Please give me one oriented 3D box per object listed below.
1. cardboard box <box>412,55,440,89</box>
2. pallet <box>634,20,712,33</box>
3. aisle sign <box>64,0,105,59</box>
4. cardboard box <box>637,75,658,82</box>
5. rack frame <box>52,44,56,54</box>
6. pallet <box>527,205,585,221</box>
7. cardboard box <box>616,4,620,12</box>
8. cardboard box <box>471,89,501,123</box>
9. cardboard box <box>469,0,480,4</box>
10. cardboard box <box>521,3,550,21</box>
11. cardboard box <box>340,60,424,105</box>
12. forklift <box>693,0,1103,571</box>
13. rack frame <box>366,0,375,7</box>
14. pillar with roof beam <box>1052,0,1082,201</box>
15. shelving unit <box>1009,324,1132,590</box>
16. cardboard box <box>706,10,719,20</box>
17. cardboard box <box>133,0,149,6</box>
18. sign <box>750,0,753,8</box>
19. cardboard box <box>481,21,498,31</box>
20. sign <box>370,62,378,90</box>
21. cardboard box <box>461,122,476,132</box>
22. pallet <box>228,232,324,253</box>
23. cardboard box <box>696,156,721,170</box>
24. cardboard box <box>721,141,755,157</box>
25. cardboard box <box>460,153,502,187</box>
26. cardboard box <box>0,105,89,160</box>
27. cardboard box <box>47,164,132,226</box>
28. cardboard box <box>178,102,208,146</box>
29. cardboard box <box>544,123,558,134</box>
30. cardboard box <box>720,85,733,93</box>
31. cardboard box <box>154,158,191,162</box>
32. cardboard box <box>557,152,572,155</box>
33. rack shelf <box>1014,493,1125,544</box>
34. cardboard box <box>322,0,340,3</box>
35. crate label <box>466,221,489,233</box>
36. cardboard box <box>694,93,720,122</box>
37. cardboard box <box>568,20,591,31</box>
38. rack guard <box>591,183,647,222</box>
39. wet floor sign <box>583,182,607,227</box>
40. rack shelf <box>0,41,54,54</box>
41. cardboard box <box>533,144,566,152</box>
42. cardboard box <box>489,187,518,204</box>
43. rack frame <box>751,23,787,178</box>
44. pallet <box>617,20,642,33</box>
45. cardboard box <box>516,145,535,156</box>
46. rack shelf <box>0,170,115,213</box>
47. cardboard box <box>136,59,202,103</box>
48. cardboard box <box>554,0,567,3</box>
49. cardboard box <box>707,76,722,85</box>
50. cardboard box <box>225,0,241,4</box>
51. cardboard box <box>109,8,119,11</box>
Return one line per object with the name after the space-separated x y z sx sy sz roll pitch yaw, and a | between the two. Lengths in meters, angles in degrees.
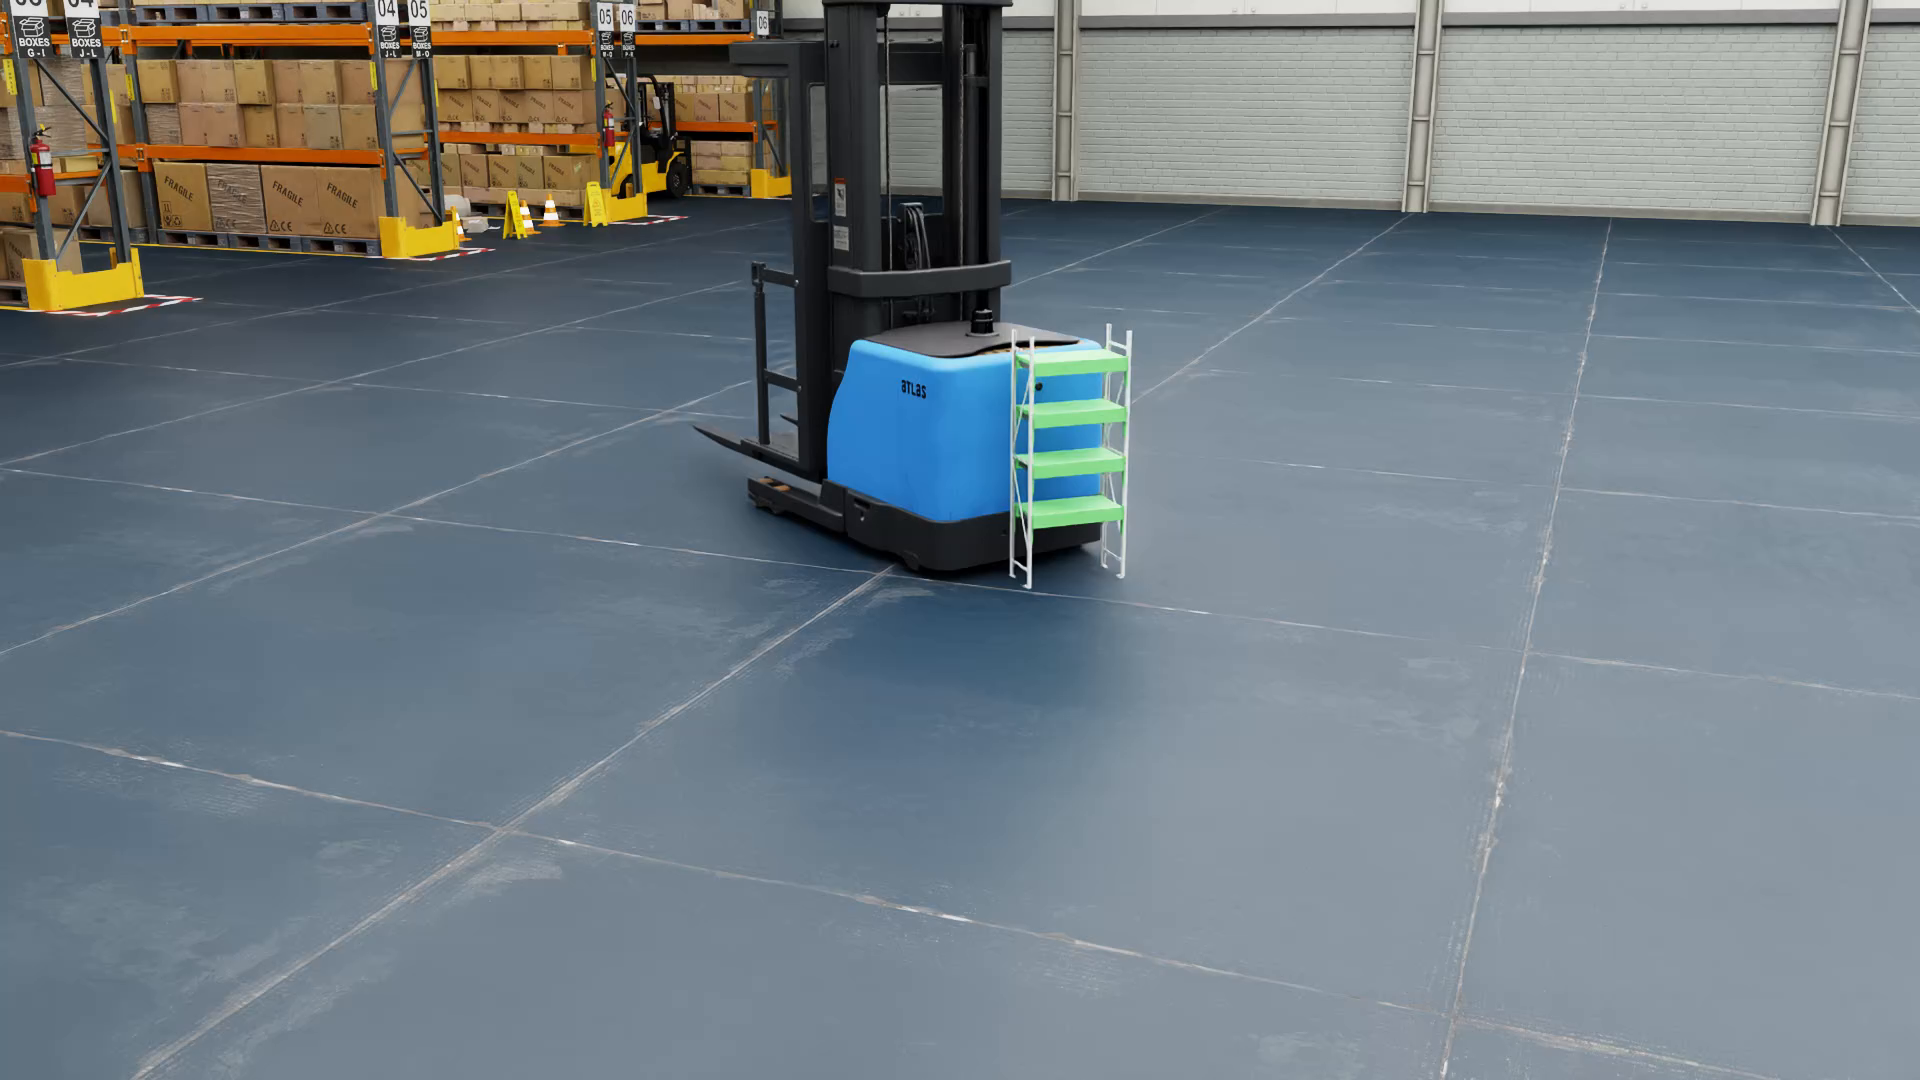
-8.160 -7.359 26.135 0.500 0.500 0.700 6 17 21 | cardboard box
-5.205 -9.327 30.199 1.213 0.211 1.003 6 17 21 | pallet
-8.704 -5.187 16.499 0.004 0.787 0.394 6 17 21 | aisle sign
-5.724 -8.416 30.408 0.250 0.149 0.380 6 17 20 | cardboard box
-16.399 -7.665 29.697 0.127 3.000 1.000 6 17 21 | rack frame
-6.049 -5.199 26.202 1.213 0.211 1.003 6 17 21 | pallet
-6.455 -9.634 30.325 0.500 0.311 0.500 7 17 22 | cardboard box
-7.235 -6.774 25.914 0.500 0.500 0.500 6 17 21 | cardboard box
-7.307 -8.295 25.507 0.250 0.149 0.380 7 17 22 | cardboard box
-6.273 -7.987 25.160 0.500 0.250 0.500 6 17 20 | cardboard box
-7.289 -5.782 21.005 0.550 0.550 0.875 6 17 21 | cardboard box
-0.526 -1.610 8.963 1.130 2.935 3.031 -11 19 -33 | forklift
-6.958 -8.025 20.175 0.127 3.000 1.000 6 17 21 | rack frame
0.267 -9.181 24.158 0.400 9.000 9.100 6 17 21 | pillar with roof beam
0.517 -0.397 7.889 0.503 1.200 0.258 -6 17 -20 | shelving unit
-4.300 -9.301 29.469 0.250 0.149 0.380 6 17 19 | cardboard box
-10.465 -6.997 21.533 0.250 0.149 0.380 6 17 20 | cardboard box
-3.630 -9.414 28.894 0.005 0.325 0.100 6 17 21 | sign
-7.115 -7.867 25.463 0.250 0.149 0.380 6 17 20 | cardboard box
-7.170 -5.674 20.337 0.005 0.325 0.100 6 17 21 | sign
-7.595 -6.478 26.057 0.250 0.149 0.380 6 17 21 | cardboard box
-8.862 -3.991 22.043 1.213 0.211 1.003 6 17 21 | pallet
-4.448 -6.870 30.238 0.500 0.250 0.500 6 17 20 | cardboard box
-3.961 -7.053 29.973 0.500 0.250 0.500 7 18 22 | cardboard box
-7.523 -5.853 26.287 0.500 0.500 0.500 7 18 24 | cardboard box
-9.373 -4.122 16.778 0.500 0.500 0.875 6 17 21 | cardboard box
-12.185 -4.814 23.157 0.750 0.750 1.050 6 17 21 | cardboard box
-9.811 -5.540 22.107 0.550 0.550 0.875 6 17 21 | cardboard box
-6.169 -6.329 25.544 0.250 0.149 0.380 6 17 20 | cardboard box
-4.092 -8.066 29.735 0.250 0.149 0.380 7 17 22 | cardboard box
-13.290 -6.530 28.843 0.875 0.875 0.875 6 17 20 | cardboard box
-6.395 -5.888 26.408 0.500 0.500 0.500 6 17 19 | cardboard box
0.518 -0.105 7.974 0.480 0.148 0.258 -6 17 -20 | rack shelf
-7.626 -6.685 20.459 0.250 0.149 0.380 6 17 21 | cardboard box
-6.954 -4.514 23.977 0.298 0.136 0.250 -2 16 -8 | crate label
-4.451 -7.811 30.020 0.500 0.500 0.500 7 18 22 | cardboard box
-5.670 -7.722 24.961 0.250 0.149 0.380 6 17 21 | cardboard box
-5.306 -5.245 25.844 0.348 0.500 1.175 6 17 21 | rack guard
-5.452 -5.010 24.774 0.232 0.644 0.267 14 21 40 | wet floor sign
-18.259 -8.965 30.084 4.000 0.370 1.077 6 17 21 | rack shelf
-7.628 -7.246 31.760 0.625 0.625 0.875 7 18 23 | cardboard box
-7.054 -5.439 26.207 0.500 0.250 0.500 6 17 19 | cardboard box
-3.418 -7.725 29.904 0.127 3.000 1.000 6 17 21 | rack frame
-6.336 -9.452 30.631 1.213 0.211 1.003 6 17 21 | pallet
-6.676 -6.052 25.809 0.250 0.149 0.380 7 17 22 | cardboard box
-10.732 -3.727 17.420 4.000 0.370 1.077 6 17 21 | rack shelf
-10.348 -6.097 22.088 0.550 0.550 0.875 6 17 21 | cardboard box
-5.885 -8.135 24.955 0.250 0.149 0.380 7 17 22 | cardboard box
-4.323 -8.247 29.824 0.250 0.149 0.380 7 17 22 | cardboard box
-9.050 -6.841 20.997 0.250 0.149 0.380 7 17 21 | cardboard box
-14.087 -8.884 28.002 0.258 0.266 0.396 6 17 19 | cardboard box
